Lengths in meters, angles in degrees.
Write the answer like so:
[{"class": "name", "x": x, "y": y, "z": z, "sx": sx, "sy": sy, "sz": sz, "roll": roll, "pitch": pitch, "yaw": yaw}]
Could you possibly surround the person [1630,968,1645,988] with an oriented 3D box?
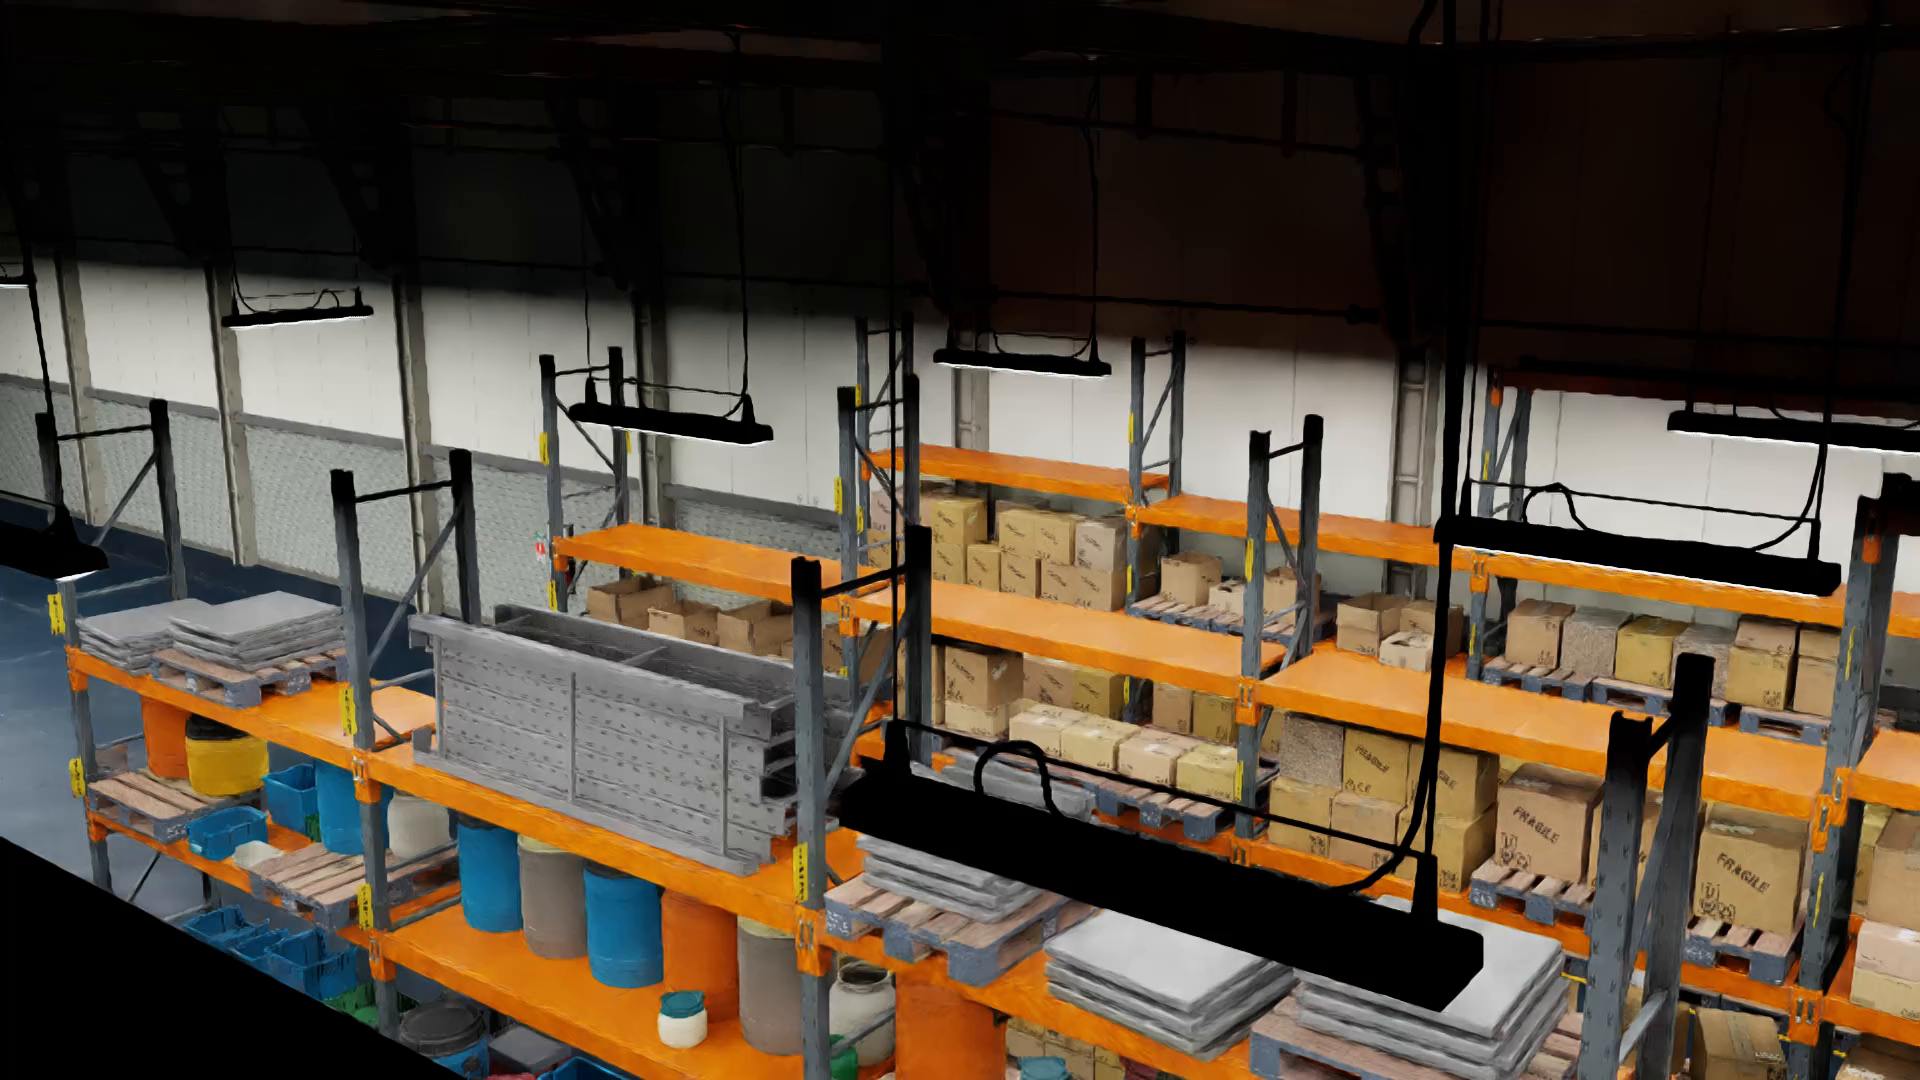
[{"class": "person", "x": 5.878, "y": 3.871, "z": 14.747, "sx": 1.110, "sy": 1.724, "sz": 0.603, "roll": 9, "pitch": 16, "yaw": 35}]
